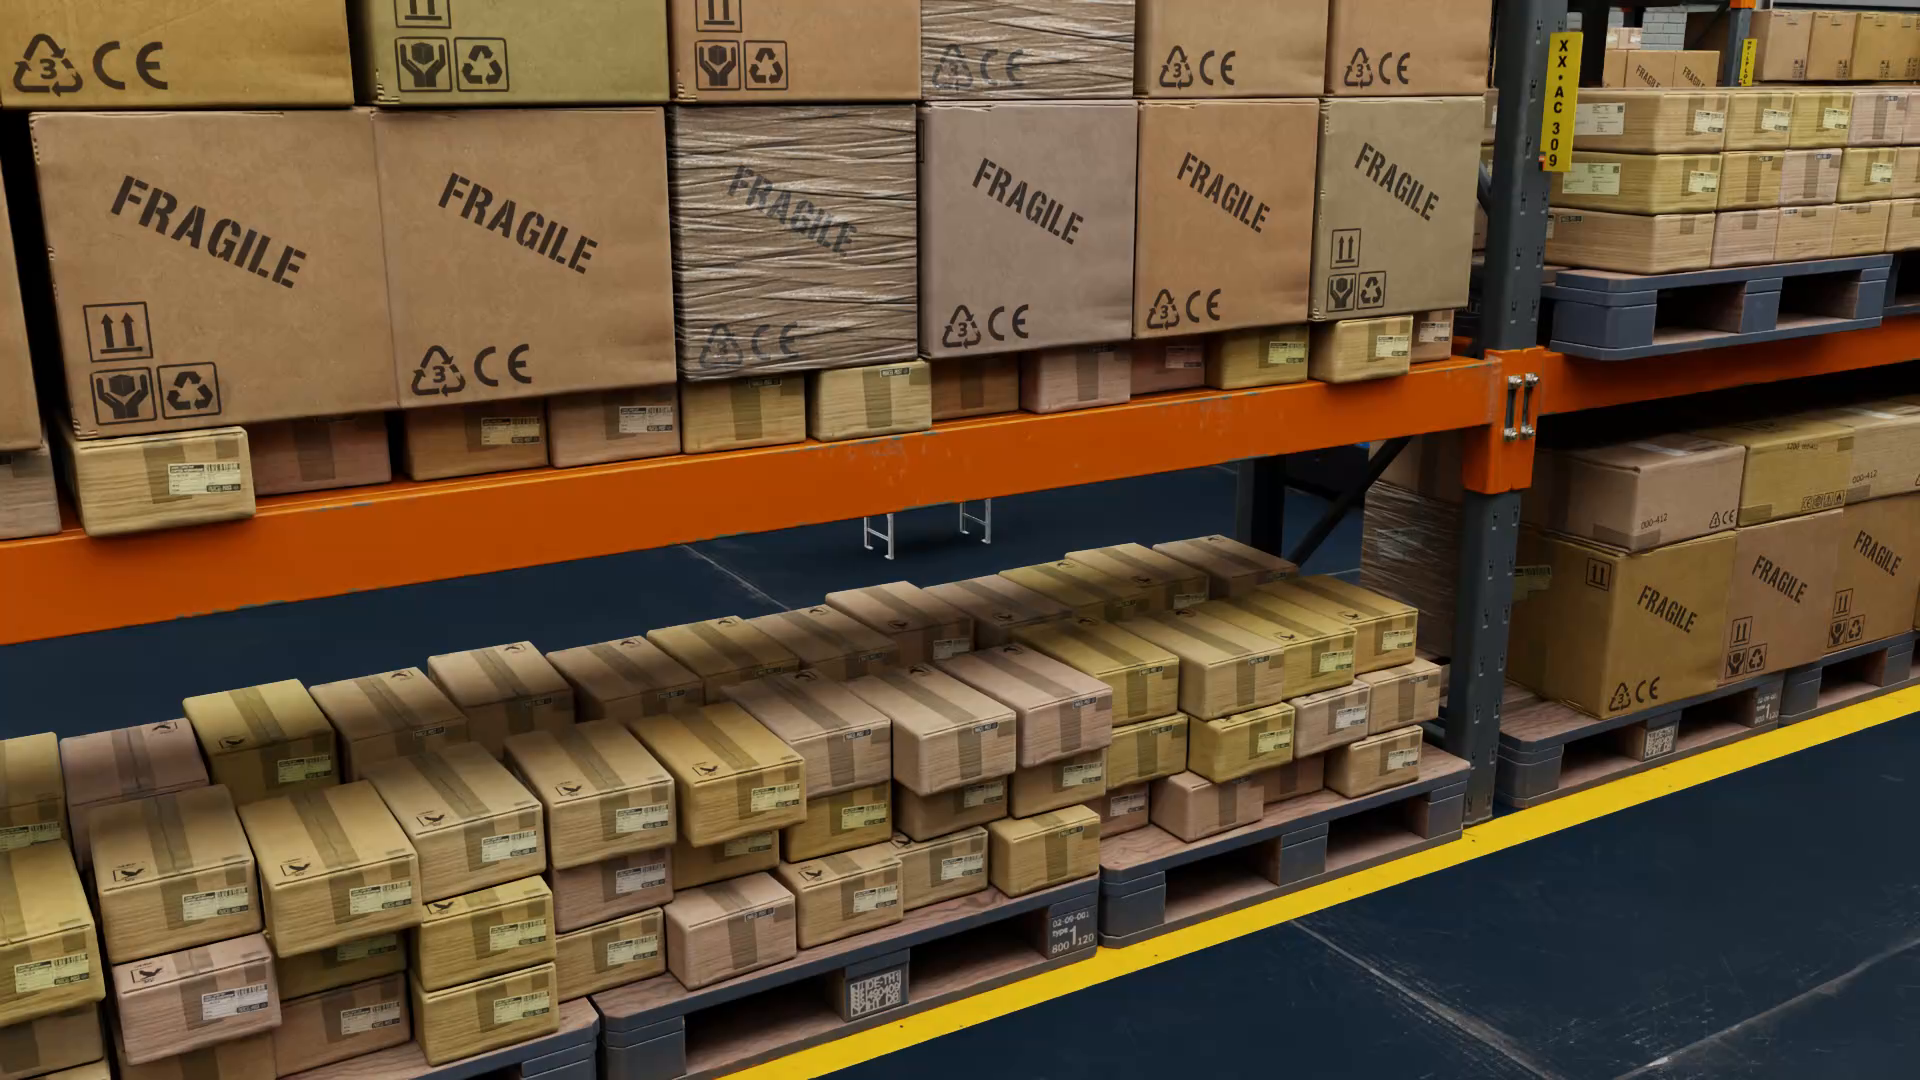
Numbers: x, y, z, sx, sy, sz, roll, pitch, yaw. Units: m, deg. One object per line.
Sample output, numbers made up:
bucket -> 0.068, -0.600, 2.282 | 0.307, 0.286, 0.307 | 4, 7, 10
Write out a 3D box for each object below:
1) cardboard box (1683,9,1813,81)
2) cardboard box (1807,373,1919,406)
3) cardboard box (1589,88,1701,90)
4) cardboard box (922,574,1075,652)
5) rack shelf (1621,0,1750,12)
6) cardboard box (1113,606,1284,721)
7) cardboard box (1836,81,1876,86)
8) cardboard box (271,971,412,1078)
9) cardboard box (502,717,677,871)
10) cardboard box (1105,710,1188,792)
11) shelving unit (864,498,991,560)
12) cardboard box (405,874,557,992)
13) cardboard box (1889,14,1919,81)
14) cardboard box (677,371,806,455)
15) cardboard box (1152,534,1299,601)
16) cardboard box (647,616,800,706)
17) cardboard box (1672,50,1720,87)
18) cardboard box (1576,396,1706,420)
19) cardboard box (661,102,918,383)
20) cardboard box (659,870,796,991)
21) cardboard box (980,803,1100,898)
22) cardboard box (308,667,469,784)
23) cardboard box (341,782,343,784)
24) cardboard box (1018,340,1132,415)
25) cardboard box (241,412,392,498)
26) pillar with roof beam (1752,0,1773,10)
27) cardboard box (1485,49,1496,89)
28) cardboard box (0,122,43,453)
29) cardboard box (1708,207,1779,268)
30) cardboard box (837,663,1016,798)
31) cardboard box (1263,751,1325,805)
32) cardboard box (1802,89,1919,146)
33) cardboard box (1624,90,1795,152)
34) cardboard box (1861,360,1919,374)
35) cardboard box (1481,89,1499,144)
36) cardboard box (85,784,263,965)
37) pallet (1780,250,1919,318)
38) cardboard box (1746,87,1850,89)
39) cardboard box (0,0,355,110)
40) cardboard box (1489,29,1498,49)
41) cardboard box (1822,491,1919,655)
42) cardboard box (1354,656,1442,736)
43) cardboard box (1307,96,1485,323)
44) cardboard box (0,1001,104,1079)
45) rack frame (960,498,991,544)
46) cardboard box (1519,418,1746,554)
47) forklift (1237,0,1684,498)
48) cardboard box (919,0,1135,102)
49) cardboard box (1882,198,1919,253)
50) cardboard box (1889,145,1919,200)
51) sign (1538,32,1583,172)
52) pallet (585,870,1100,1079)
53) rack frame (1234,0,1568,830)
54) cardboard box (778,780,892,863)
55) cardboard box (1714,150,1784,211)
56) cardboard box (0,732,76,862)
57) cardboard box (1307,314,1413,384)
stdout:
cardboard box -> 5.880, -3.698, 12.455 | 0.500, 0.500, 0.700 | -9, 18, -30
cardboard box -> 3.276, -0.391, 5.710 | 0.500, 0.250, 0.500 | -9, 18, -28
cardboard box -> 2.091, -1.349, 5.249 | 0.250, 0.149, 0.380 | -9, 18, -30
cardboard box -> 0.098, 0.226, 4.448 | 0.250, 0.149, 0.380 | -10, 18, -31
rack shelf -> 3.677, -3.834, 11.305 | 4.000, 0.370, 1.077 | -9, 18, -30
cardboard box -> 0.591, 0.304, 4.169 | 0.250, 0.149, 0.380 | -9, 18, -30
cardboard box -> 6.768, -3.344, 13.045 | 0.500, 0.500, 0.500 | -9, 18, -30
cardboard box -> -1.253, 0.866, 3.268 | 0.250, 0.149, 0.380 | -9, 18, -29
cardboard box -> -0.766, 0.514, 3.421 | 0.250, 0.149, 0.380 | -8, 18, -28
cardboard box -> 0.352, 0.468, 4.136 | 0.250, 0.149, 0.380 | -9, 18, -29
shelving unit -> -0.142, -0.555, 7.166 | 0.503, 1.200, 0.258 | -9, 18, -30
cardboard box -> -0.974, 0.709, 3.275 | 0.250, 0.149, 0.380 | -9, 18, -28
cardboard box -> 7.174, -3.921, 13.250 | 0.500, 0.500, 0.700 | -9, 18, -30
cardboard box -> -0.501, -0.291, 3.358 | 0.250, 0.149, 0.380 | -8, 18, -28
cardboard box -> 0.768, 0.113, 4.849 | 0.250, 0.149, 0.380 | -8, 18, -27
cardboard box -> -0.585, 0.325, 4.096 | 0.250, 0.149, 0.380 | -9, 18, -29
cardboard box -> 5.114, -3.290, 12.075 | 0.500, 0.500, 0.500 | -10, 18, -31
cardboard box -> 2.126, -0.361, 5.603 | 0.500, 0.250, 0.500 | -8, 18, -27
cardboard box -> -0.426, -0.622, 3.336 | 0.500, 0.500, 0.500 | -10, 18, -31
cardboard box -> -0.550, 0.784, 3.561 | 0.250, 0.149, 0.380 | -10, 19, -32
cardboard box -> 0.122, 0.677, 3.941 | 0.250, 0.149, 0.380 | -9, 18, -30
cardboard box -> -1.279, 0.429, 3.724 | 0.250, 0.149, 0.380 | -10, 19, -32
cardboard box -> -1.226, 0.587, 3.711 | 0.250, 0.149, 0.380 | -9, 18, -30
cardboard box -> 0.170, -0.397, 3.733 | 0.250, 0.149, 0.380 | -10, 19, -32
cardboard box -> -1.206, -0.201, 3.033 | 0.250, 0.149, 0.380 | -8, 18, -27
pillar with roof beam -> 12.560, -7.556, 17.694 | 0.400, 9.000, 9.100 | -9, 18, -30
cardboard box -> 3.362, -3.010, 11.075 | 0.500, 0.500, 0.500 | -9, 18, -29
cardboard box -> -1.732, -0.404, 2.559 | 0.500, 0.500, 0.500 | -8, 18, -27
cardboard box -> 1.979, -0.840, 4.537 | 0.250, 0.149, 0.380 | -9, 18, -29
cardboard box -> -0.081, 0.421, 3.751 | 0.250, 0.149, 0.380 | -10, 18, -32
cardboard box -> 0.743, 0.550, 4.394 | 0.250, 0.149, 0.380 | -9, 18, -28
cardboard box -> 2.636, -1.232, 4.832 | 0.250, 0.149, 0.380 | -9, 18, -30
cardboard box -> 1.980, -1.127, 4.457 | 0.250, 0.149, 0.380 | -9, 18, -28
cardboard box -> 3.448, -0.576, 6.371 | 0.500, 0.250, 0.500 | -9, 18, -30
cardboard box -> 1.413, -1.239, 4.859 | 0.250, 0.149, 0.380 | -8, 18, -27
cardboard box -> -1.460, 0.609, 3.081 | 0.250, 0.149, 0.380 | -9, 18, -29
pallet -> 2.923, -0.950, 5.595 | 1.213, 0.211, 1.003 | -9, 18, -30
cardboard box -> 2.761, -1.458, 5.639 | 0.250, 0.149, 0.380 | -10, 18, -30
cardboard box -> -1.308, -0.960, 2.688 | 0.500, 0.500, 0.500 | -9, 18, -28
cardboard box -> 3.928, -3.561, 11.841 | 0.250, 0.149, 0.380 | -8, 18, -27
cardboard box -> 2.835, 0.040, 5.564 | 0.500, 0.500, 0.500 | -9, 18, -29
cardboard box -> 1.064, 0.374, 4.471 | 0.250, 0.149, 0.380 | -9, 18, -29
cardboard box -> 0.901, -0.829, 4.075 | 0.500, 0.500, 0.500 | -9, 18, -30
cardboard box -> -1.678, 0.799, 2.954 | 0.250, 0.149, 0.380 | -8, 18, -27
rack frame -> 0.067, -0.589, 7.287 | 0.015, 1.200, 0.240 | -9, 18, -30
cardboard box -> 1.939, -0.172, 4.929 | 0.500, 0.250, 0.500 | -10, 19, -32
forklift -> 2.952, -1.855, 8.596 | 3.031, 2.935, 1.130 | -9, 18, -30
cardboard box -> 0.020, -1.175, 3.454 | 0.500, 0.500, 0.500 | -9, 18, -28
cardboard box -> 2.629, -0.944, 4.908 | 0.250, 0.149, 0.380 | -10, 19, -32
cardboard box -> 2.639, -1.090, 4.878 | 0.250, 0.149, 0.380 | -8, 18, -27
sign -> 1.456, -1.063, 4.041 | 0.005, 0.325, 0.100 | -9, 18, -30
pallet -> -0.435, 0.844, 4.007 | 1.213, 0.211, 1.003 | -9, 18, -30
rack frame -> 1.170, -0.771, 4.601 | 0.127, 3.000, 1.000 | -9, 18, -30
cardboard box -> -0.347, 0.568, 3.780 | 0.250, 0.149, 0.380 | -8, 18, -27
cardboard box -> 1.966, -0.980, 4.484 | 0.250, 0.149, 0.380 | -10, 18, -31
cardboard box -> -1.936, 0.537, 3.337 | 0.250, 0.149, 0.380 | -9, 18, -29
cardboard box -> 0.881, -0.495, 4.083 | 0.250, 0.149, 0.380 | -10, 18, -31
